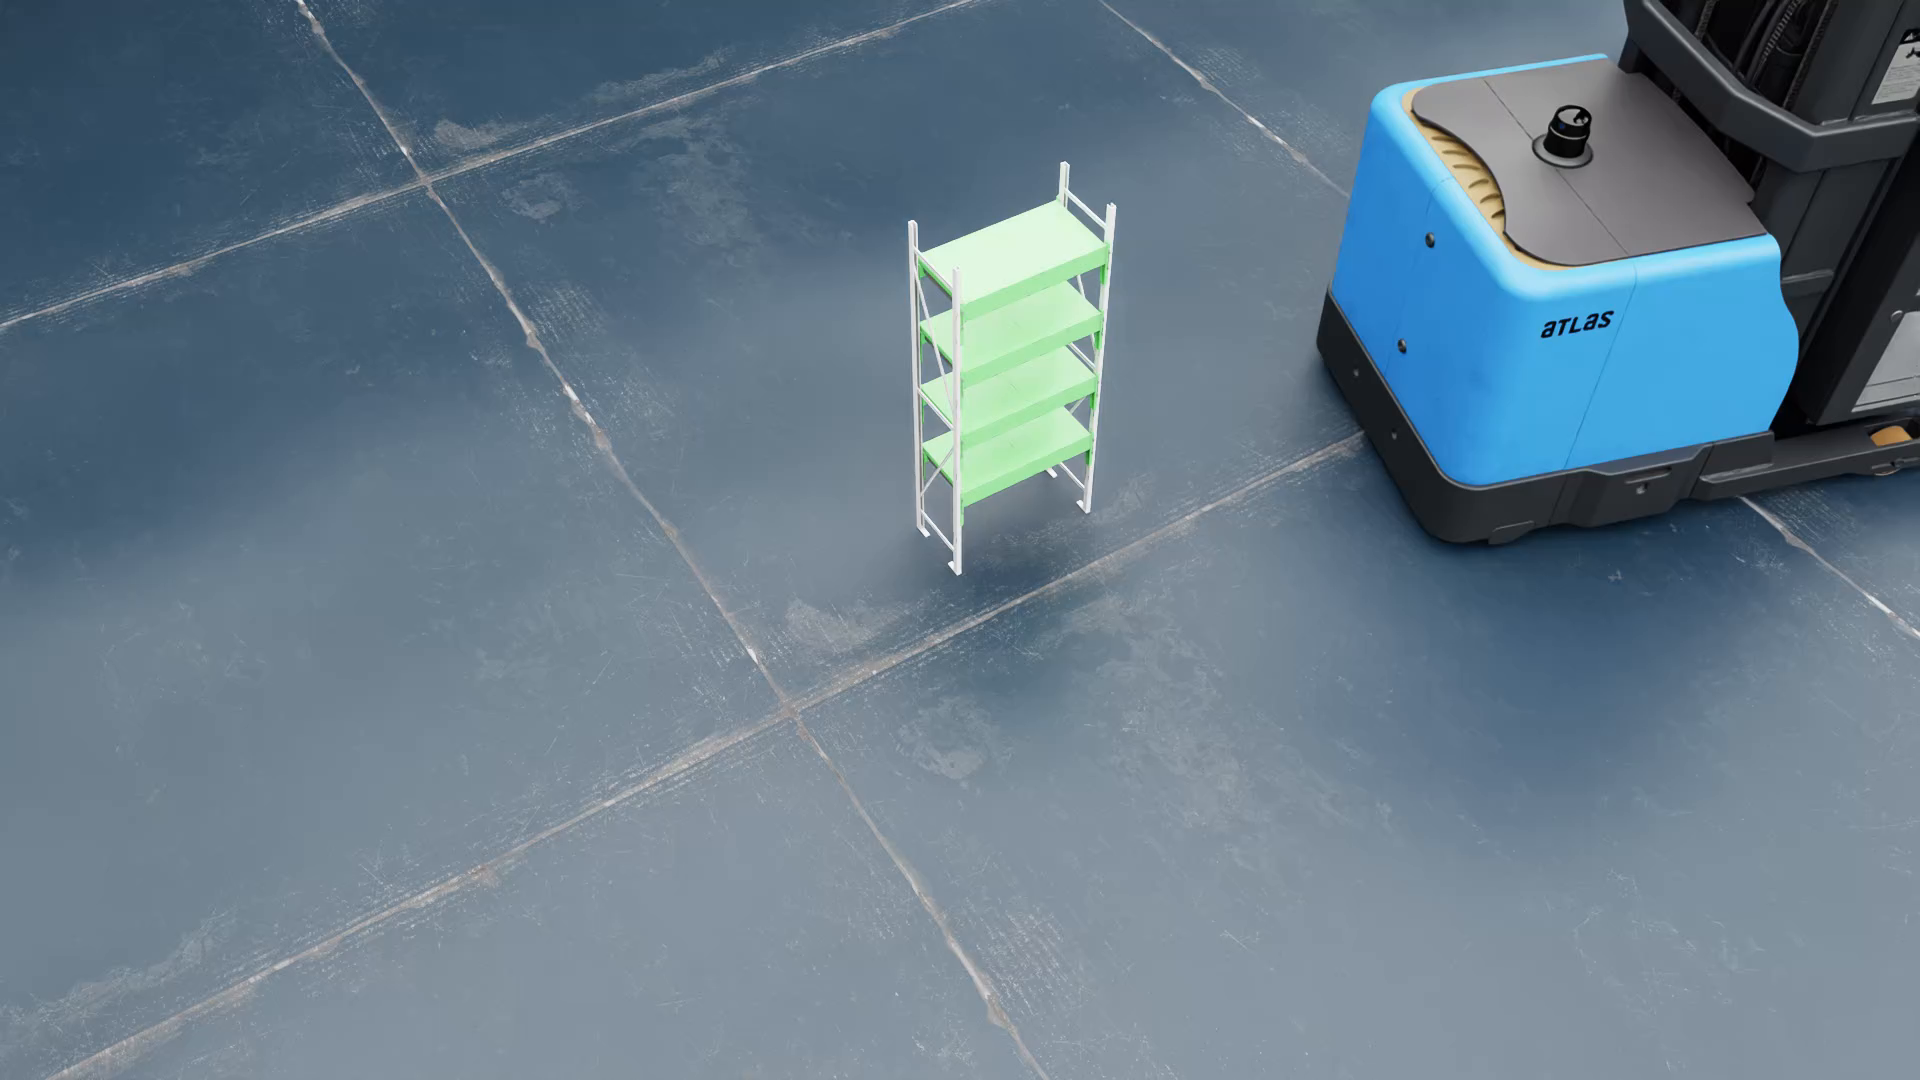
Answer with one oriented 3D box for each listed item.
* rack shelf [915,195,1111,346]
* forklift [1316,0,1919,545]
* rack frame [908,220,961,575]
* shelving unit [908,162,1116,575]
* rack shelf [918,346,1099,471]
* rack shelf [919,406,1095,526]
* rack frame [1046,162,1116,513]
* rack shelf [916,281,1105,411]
[{"bbox_3d":[0.140,-0.742,4.550,0.480,0.148,0.258,-25,53,-21],"label":"rack shelf"},{"bbox_3d":[2.807,-1.558,4.675,3.031,2.935,1.130,-11,49,-9],"label":"forklift"},{"bbox_3d":[-0.066,-0.368,4.774,0.015,1.200,0.240,-25,53,-21],"label":"rack frame"},{"bbox_3d":[0.140,-0.465,4.861,0.503,1.200,0.258,-25,53,-21],"label":"shelving unit"},{"bbox_3d":[0.140,-0.422,4.908,0.480,0.148,0.258,-25,53,-21],"label":"rack shelf"},{"bbox_3d":[0.140,-0.263,5.088,0.480,0.148,0.258,-25,53,-21],"label":"rack shelf"},{"bbox_3d":[0.346,-0.562,4.947,0.015,1.200,0.240,-25,53,-21],"label":"rack frame"},{"bbox_3d":[0.140,-0.582,4.729,0.480,0.148,0.258,-25,53,-21],"label":"rack shelf"}]
